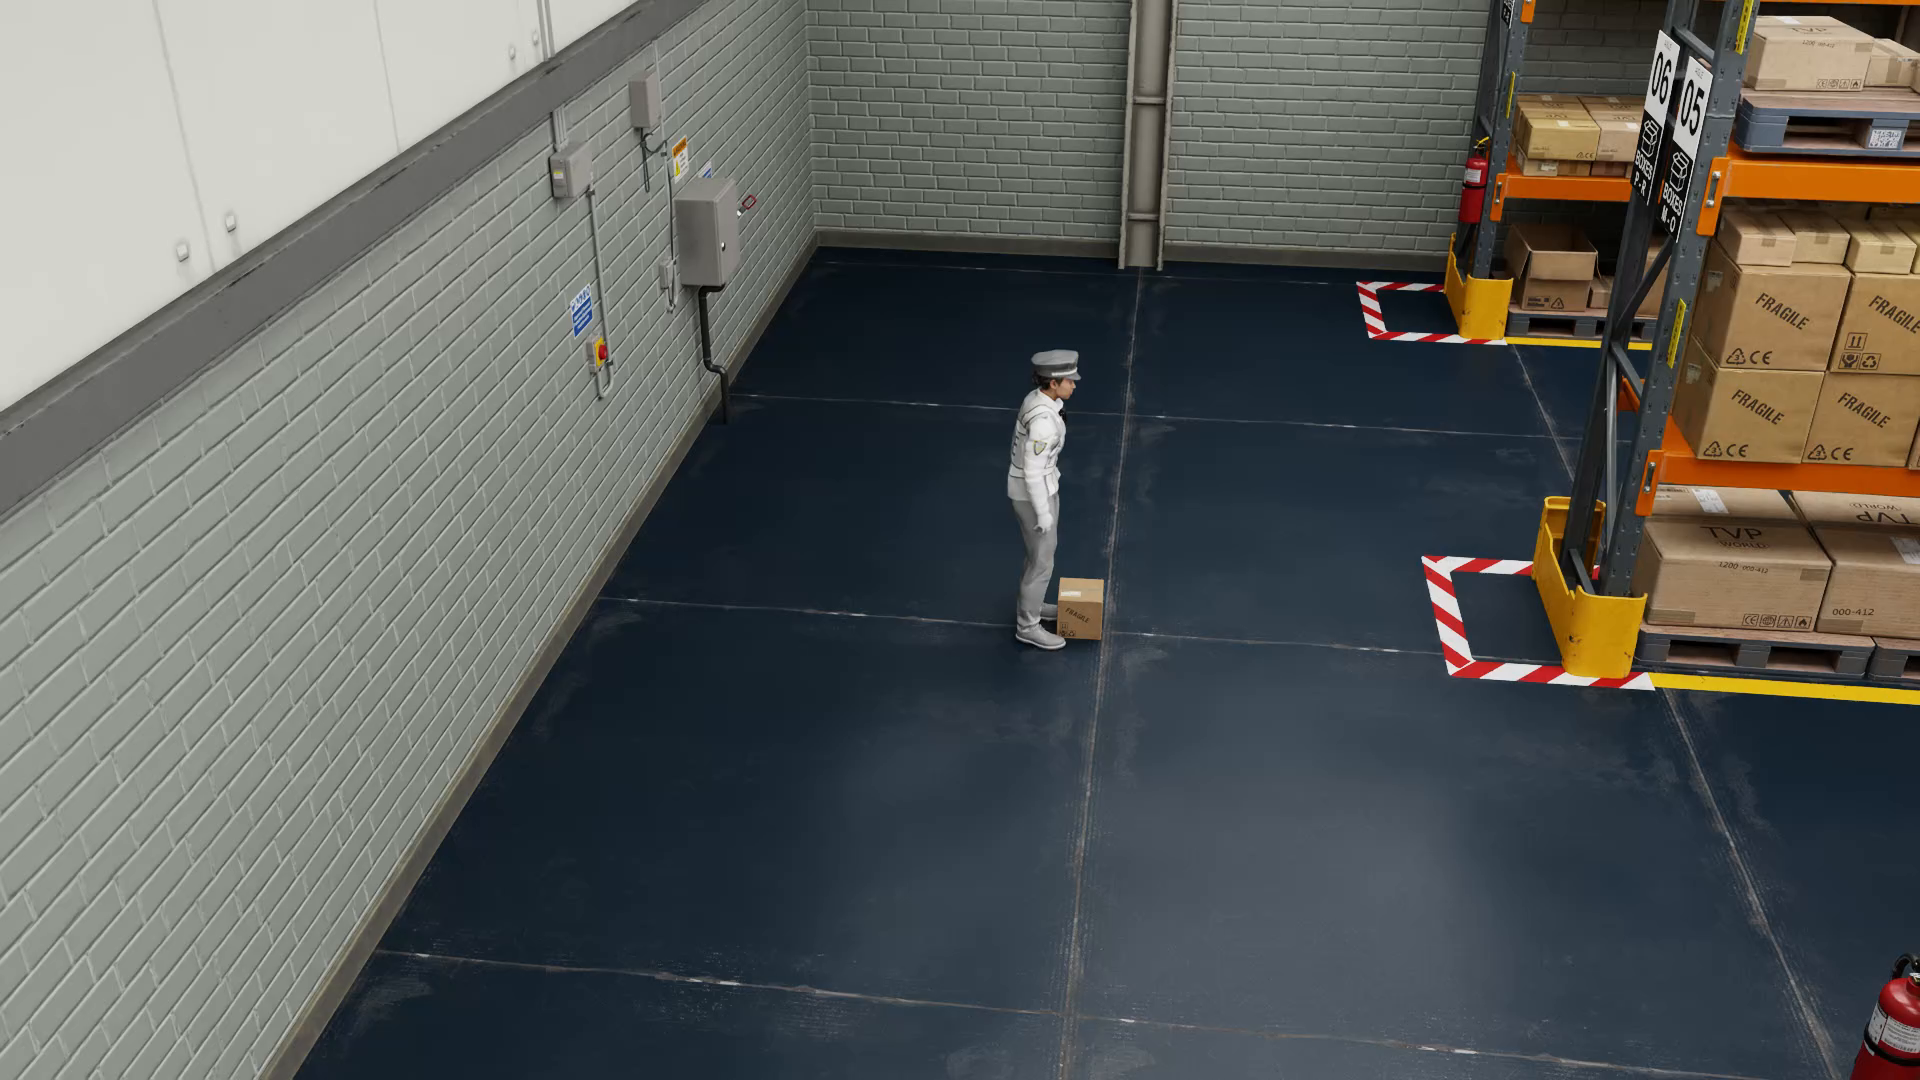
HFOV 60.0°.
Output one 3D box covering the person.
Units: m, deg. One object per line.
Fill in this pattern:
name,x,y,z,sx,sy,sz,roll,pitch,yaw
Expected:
person,0.445,-0.243,9.066,0.377,1.663,0.531,3,29,6
